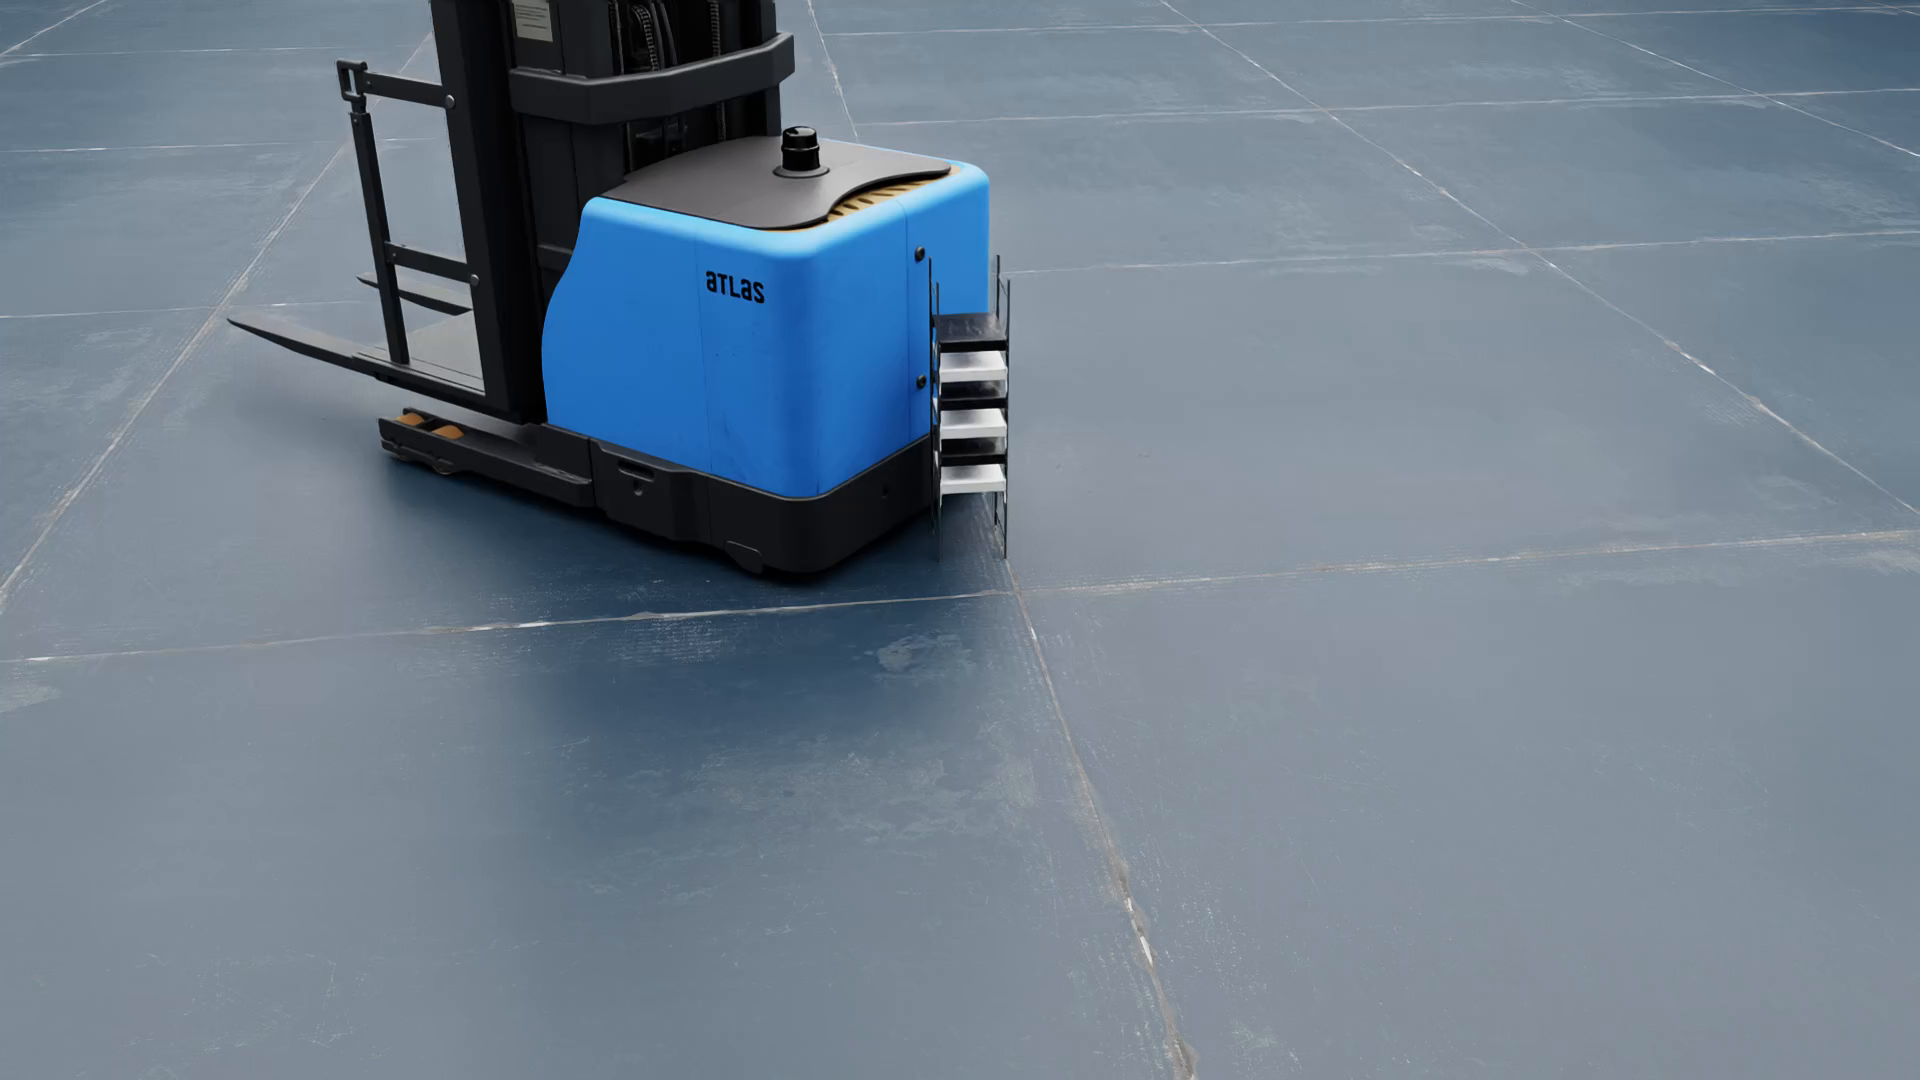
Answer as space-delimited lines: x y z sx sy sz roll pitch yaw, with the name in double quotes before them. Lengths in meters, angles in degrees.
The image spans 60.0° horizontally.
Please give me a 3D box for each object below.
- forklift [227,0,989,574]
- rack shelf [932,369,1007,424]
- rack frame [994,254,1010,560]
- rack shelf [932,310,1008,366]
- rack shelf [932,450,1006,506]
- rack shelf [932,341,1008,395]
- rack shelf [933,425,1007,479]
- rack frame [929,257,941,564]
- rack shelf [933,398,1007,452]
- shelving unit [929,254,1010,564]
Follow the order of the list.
"forklift" -1.401 -1.707 5.367 3.031 2.935 1.130 17 32 30
"rack shelf" 0.026 -0.438 4.993 0.200 0.077 0.258 -3 27 -6
"rack frame" 0.127 -0.393 5.030 0.006 0.900 0.240 -3 27 -6
"rack shelf" 0.025 -0.598 4.911 0.200 0.077 0.258 -3 27 -6
"rack shelf" 0.026 -0.198 5.117 0.200 0.077 0.258 -3 27 -6
"rack shelf" 0.026 -0.518 4.952 0.200 0.077 0.258 -3 27 -6
"rack shelf" 0.026 -0.278 5.076 0.200 0.077 0.258 -3 27 -6
"rack frame" -0.075 -0.382 5.009 0.006 0.900 0.240 -3 27 -6
"rack shelf" 0.026 -0.358 5.034 0.200 0.077 0.258 -3 27 -6
"shelving unit" 0.026 -0.387 5.019 0.210 0.900 0.258 -3 27 -6
